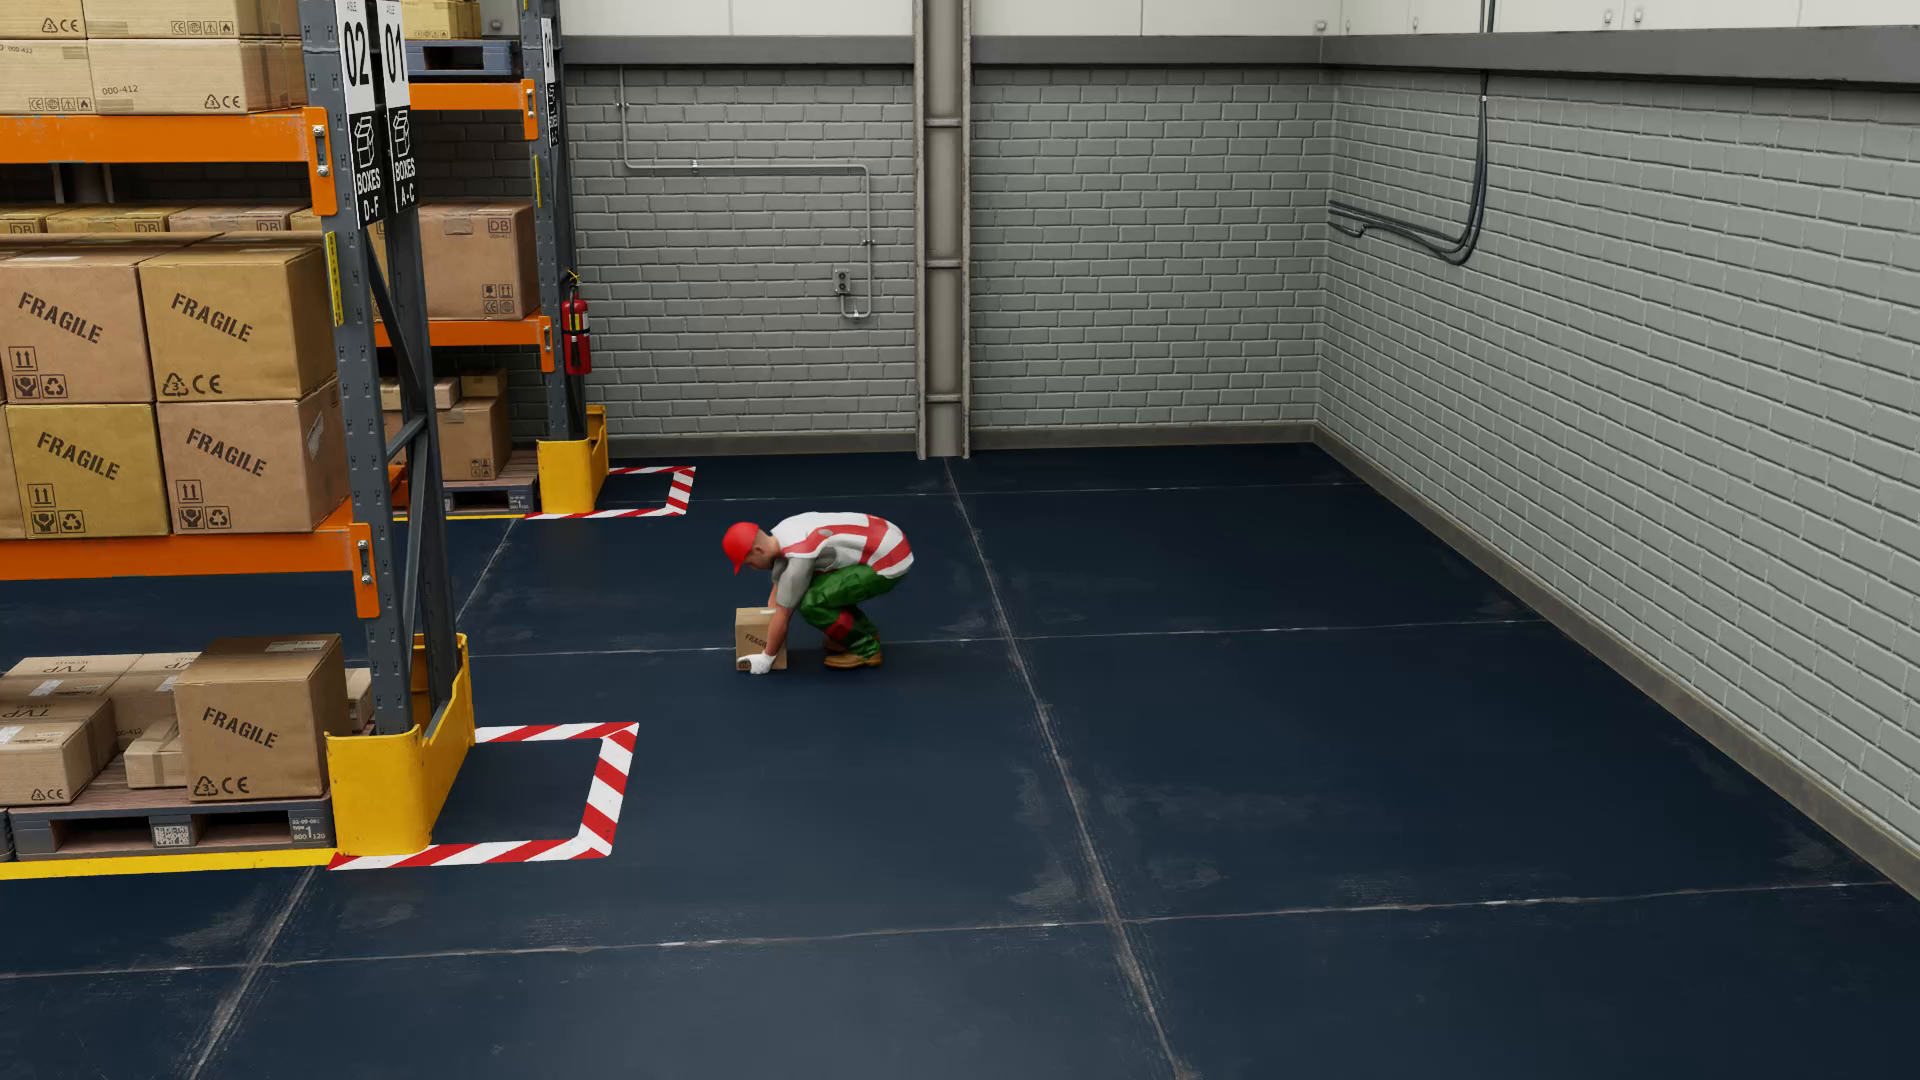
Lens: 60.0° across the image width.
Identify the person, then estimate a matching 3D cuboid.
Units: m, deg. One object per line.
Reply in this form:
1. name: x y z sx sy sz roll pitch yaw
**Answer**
1. person: -0.714 0.224 8.456 0.958 0.734 0.527 -2 17 -7
